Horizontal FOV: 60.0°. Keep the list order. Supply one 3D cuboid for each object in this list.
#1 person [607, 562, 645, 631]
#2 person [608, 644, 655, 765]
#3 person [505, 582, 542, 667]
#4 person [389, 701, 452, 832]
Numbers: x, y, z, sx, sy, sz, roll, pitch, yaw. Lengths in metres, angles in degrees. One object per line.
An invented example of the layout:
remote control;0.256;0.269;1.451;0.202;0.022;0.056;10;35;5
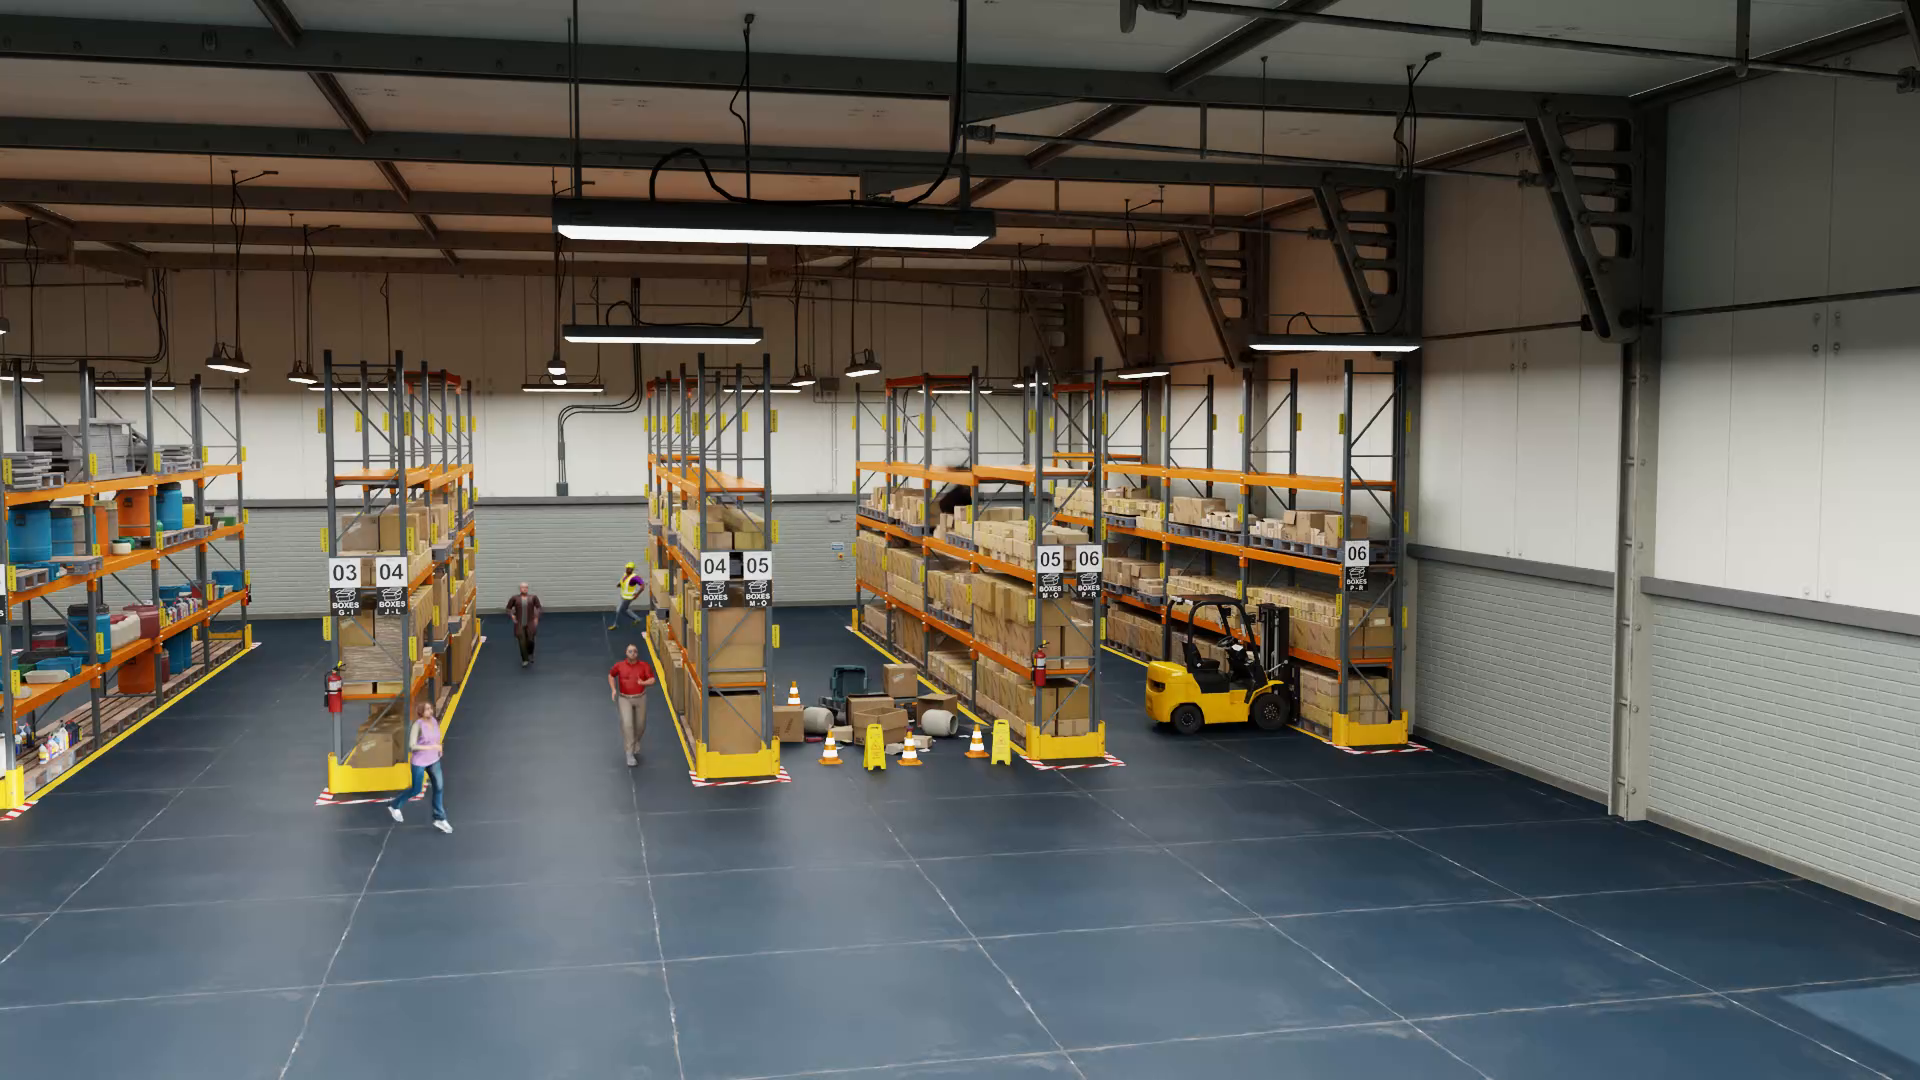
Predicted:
person;-8.063;1.370;40.218;0.838;1.692;0.751;-2;4;-27
person;-4.856;2.403;24.675;0.662;1.716;0.989;-1;4;-18
person;-9.019;1.745;34.378;0.733;1.739;0.618;-1;4;-15
person;-6.645;2.780;20.540;0.888;1.599;0.550;2;5;29
